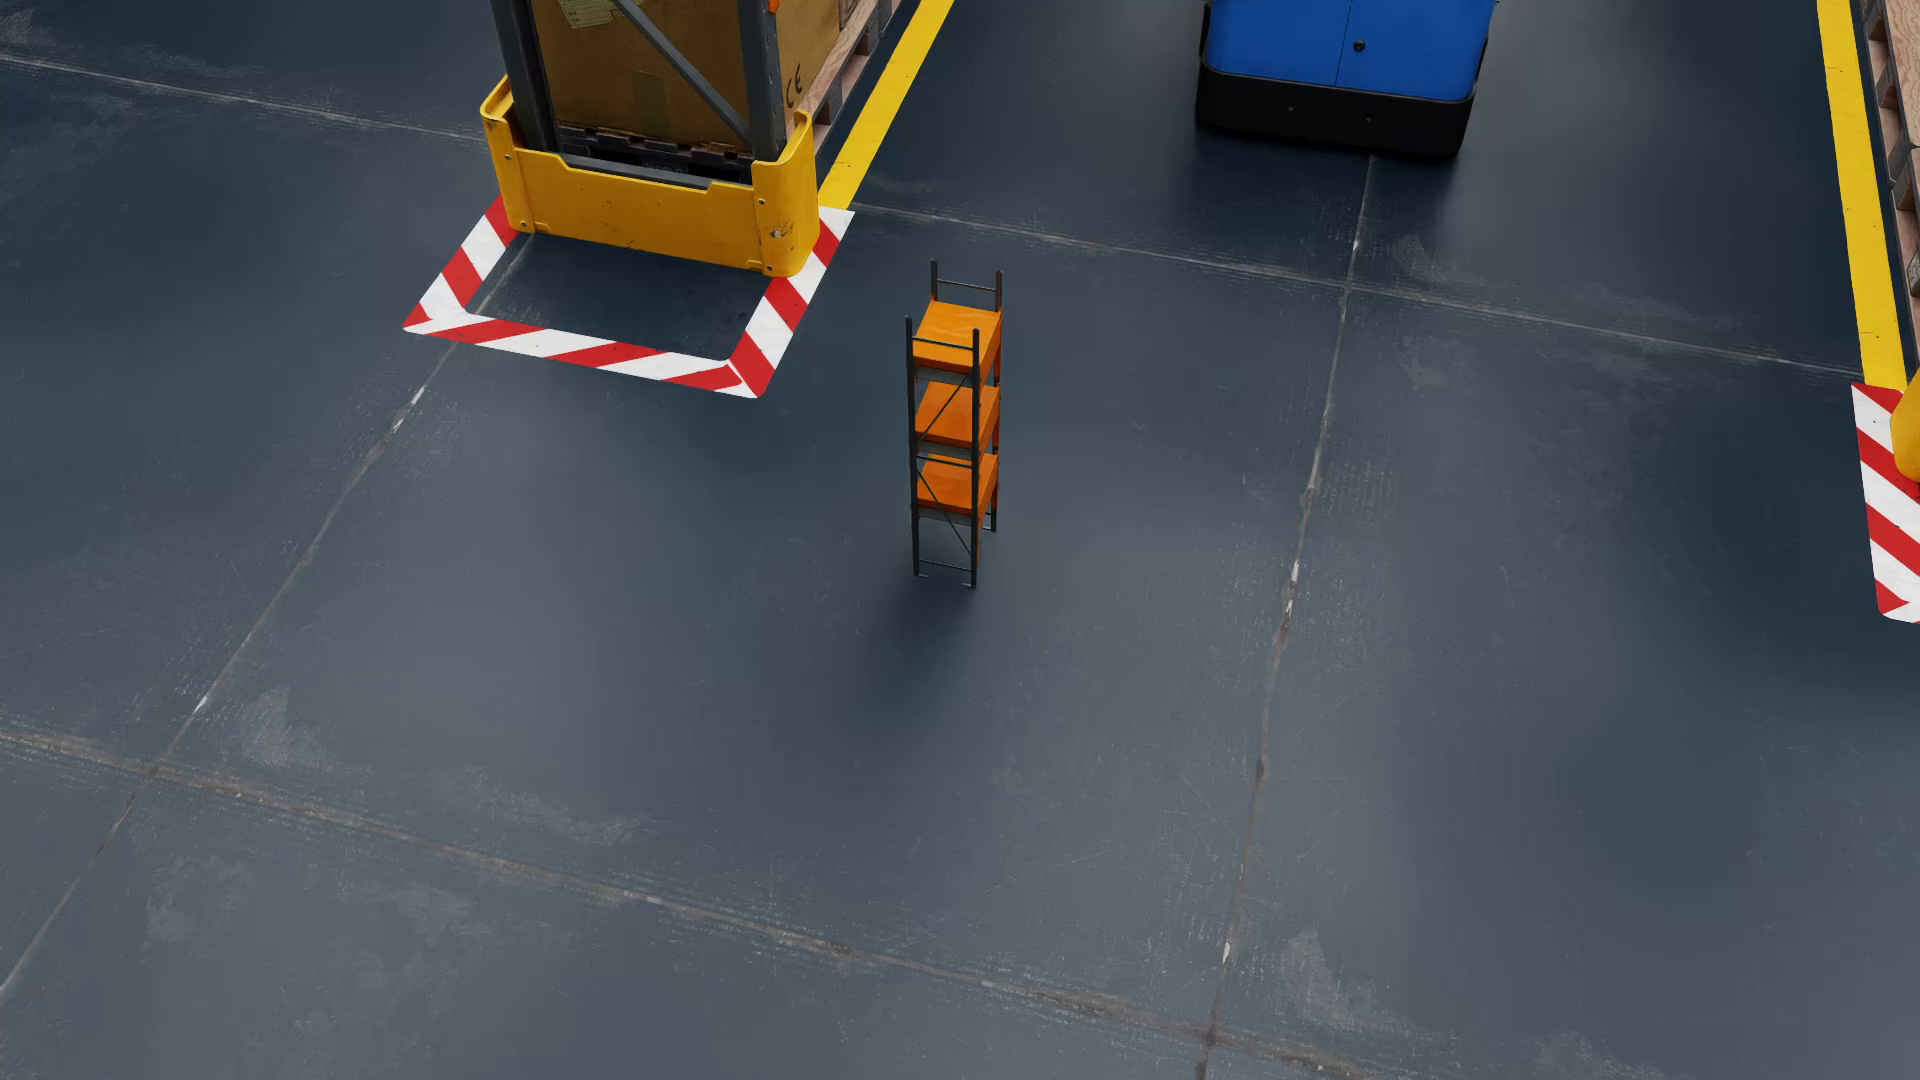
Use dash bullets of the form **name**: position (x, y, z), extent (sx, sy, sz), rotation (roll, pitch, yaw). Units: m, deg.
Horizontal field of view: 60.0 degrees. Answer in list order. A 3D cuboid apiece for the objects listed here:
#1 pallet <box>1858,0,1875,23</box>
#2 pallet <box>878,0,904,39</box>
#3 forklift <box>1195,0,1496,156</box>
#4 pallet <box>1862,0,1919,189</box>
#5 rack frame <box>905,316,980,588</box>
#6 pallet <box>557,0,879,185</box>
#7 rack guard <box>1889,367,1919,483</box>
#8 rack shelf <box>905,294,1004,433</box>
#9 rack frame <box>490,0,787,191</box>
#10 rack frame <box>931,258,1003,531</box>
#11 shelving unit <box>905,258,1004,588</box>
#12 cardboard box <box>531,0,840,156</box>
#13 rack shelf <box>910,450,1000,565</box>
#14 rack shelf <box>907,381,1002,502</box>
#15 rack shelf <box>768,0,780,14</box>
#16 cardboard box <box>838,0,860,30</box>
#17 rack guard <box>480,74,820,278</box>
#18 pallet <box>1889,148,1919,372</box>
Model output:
- **pallet**: position (4.560, -2.652, 7.450), extent (1.003, 0.211, 1.213), rotation (12, 50, 10)
- **pallet**: position (-0.657, -2.749, 7.536), extent (1.003, 0.211, 1.213), rotation (12, 50, 10)
- **forklift**: position (1.780, -3.595, 6.468), extent (1.130, 2.935, 3.031), rotation (10, 49, 9)
- **pallet**: position (4.241, -1.767, 6.669), extent (1.003, 0.211, 1.213), rotation (12, 50, 10)
- **rack frame**: position (-0.046, -0.220, 4.744), extent (0.200, 1.050, 0.008), rotation (12, 50, 10)
- **pallet**: position (-0.980, -1.869, 6.759), extent (1.003, 0.211, 1.213), rotation (12, 50, 10)
- **rack guard**: position (3.670, -0.374, 5.247), extent (1.175, 0.500, 0.348), rotation (12, 50, 10)
- **rack shelf**: position (-0.014, -0.489, 4.617), extent (0.215, 0.259, 0.240), rotation (12, 50, 10)
- **rack frame**: position (-1.115, -2.198, 5.190), extent (1.000, 3.000, 0.127), rotation (12, 50, 10)
- **rack frame**: position (0.018, -0.397, 4.900), extent (0.200, 1.050, 0.008), rotation (12, 50, 10)
- **shelving unit**: position (-0.014, -0.309, 4.822), extent (0.215, 1.050, 0.252), rotation (12, 50, 10)
- **cardboard box**: position (-1.024, -2.113, 6.251), extent (0.875, 0.875, 0.875), rotation (12, 50, 10)
- **rack shelf**: position (-0.014, -0.118, 5.039), extent (0.215, 0.259, 0.240), rotation (12, 50, 10)
- **rack shelf**: position (-0.014, -0.302, 4.830), extent (0.215, 0.259, 0.240), rotation (12, 50, 10)
- **rack shelf**: position (-0.589, -3.407, 6.736), extent (1.077, 0.370, 4.000), rotation (12, 50, 10)
- **cardboard box**: position (-0.784, -2.771, 6.832), extent (0.875, 0.875, 0.875), rotation (12, 50, 10)
- **rack guard**: position (-1.121, -1.354, 6.111), extent (1.175, 0.500, 0.348), rotation (12, 50, 10)
- **pallet**: position (3.918, -0.887, 5.892), extent (1.003, 0.211, 1.213), rotation (12, 50, 10)
